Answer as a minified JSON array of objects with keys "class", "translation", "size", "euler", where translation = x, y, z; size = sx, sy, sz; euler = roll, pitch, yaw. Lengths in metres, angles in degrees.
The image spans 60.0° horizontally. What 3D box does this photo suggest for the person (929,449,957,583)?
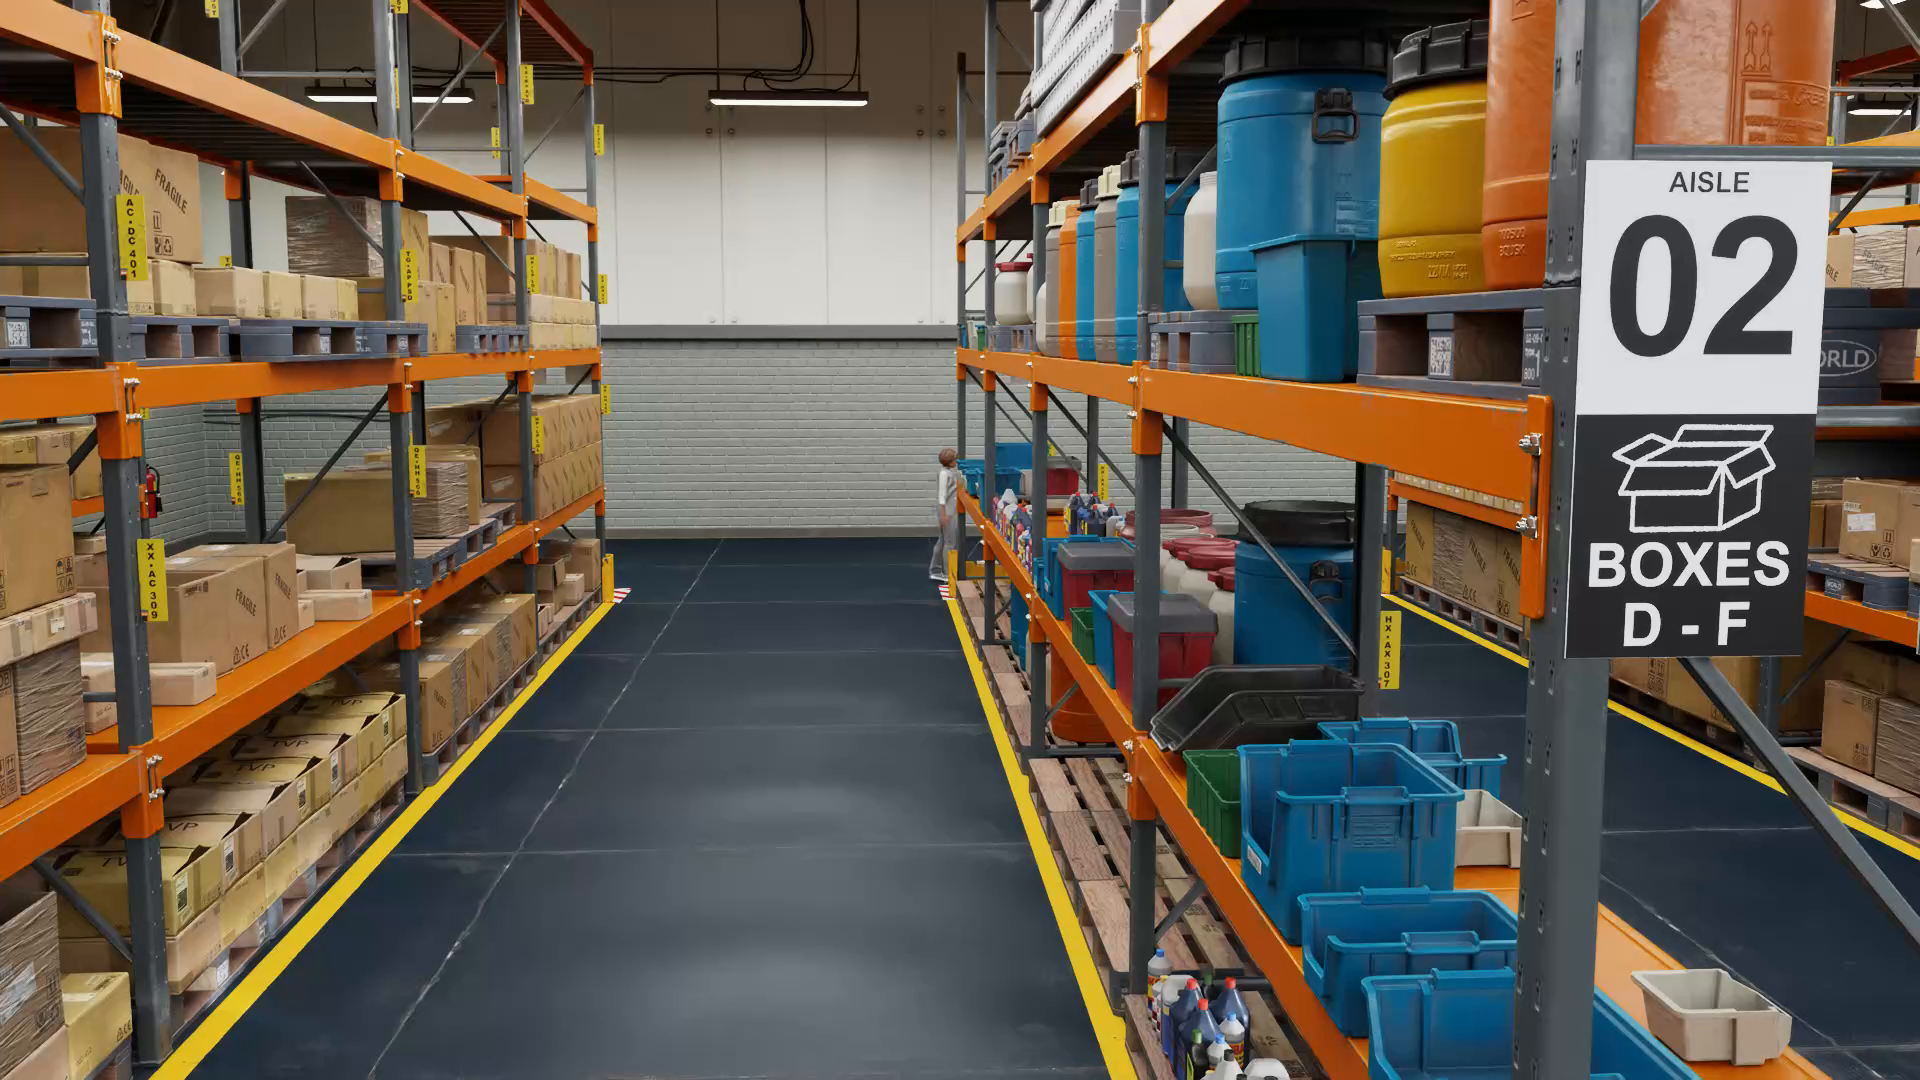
[{"class":"person","translation":[-0.133,-0.291,19.835],"size":[0.480,1.603,0.432],"euler":[0,7,4]}]
